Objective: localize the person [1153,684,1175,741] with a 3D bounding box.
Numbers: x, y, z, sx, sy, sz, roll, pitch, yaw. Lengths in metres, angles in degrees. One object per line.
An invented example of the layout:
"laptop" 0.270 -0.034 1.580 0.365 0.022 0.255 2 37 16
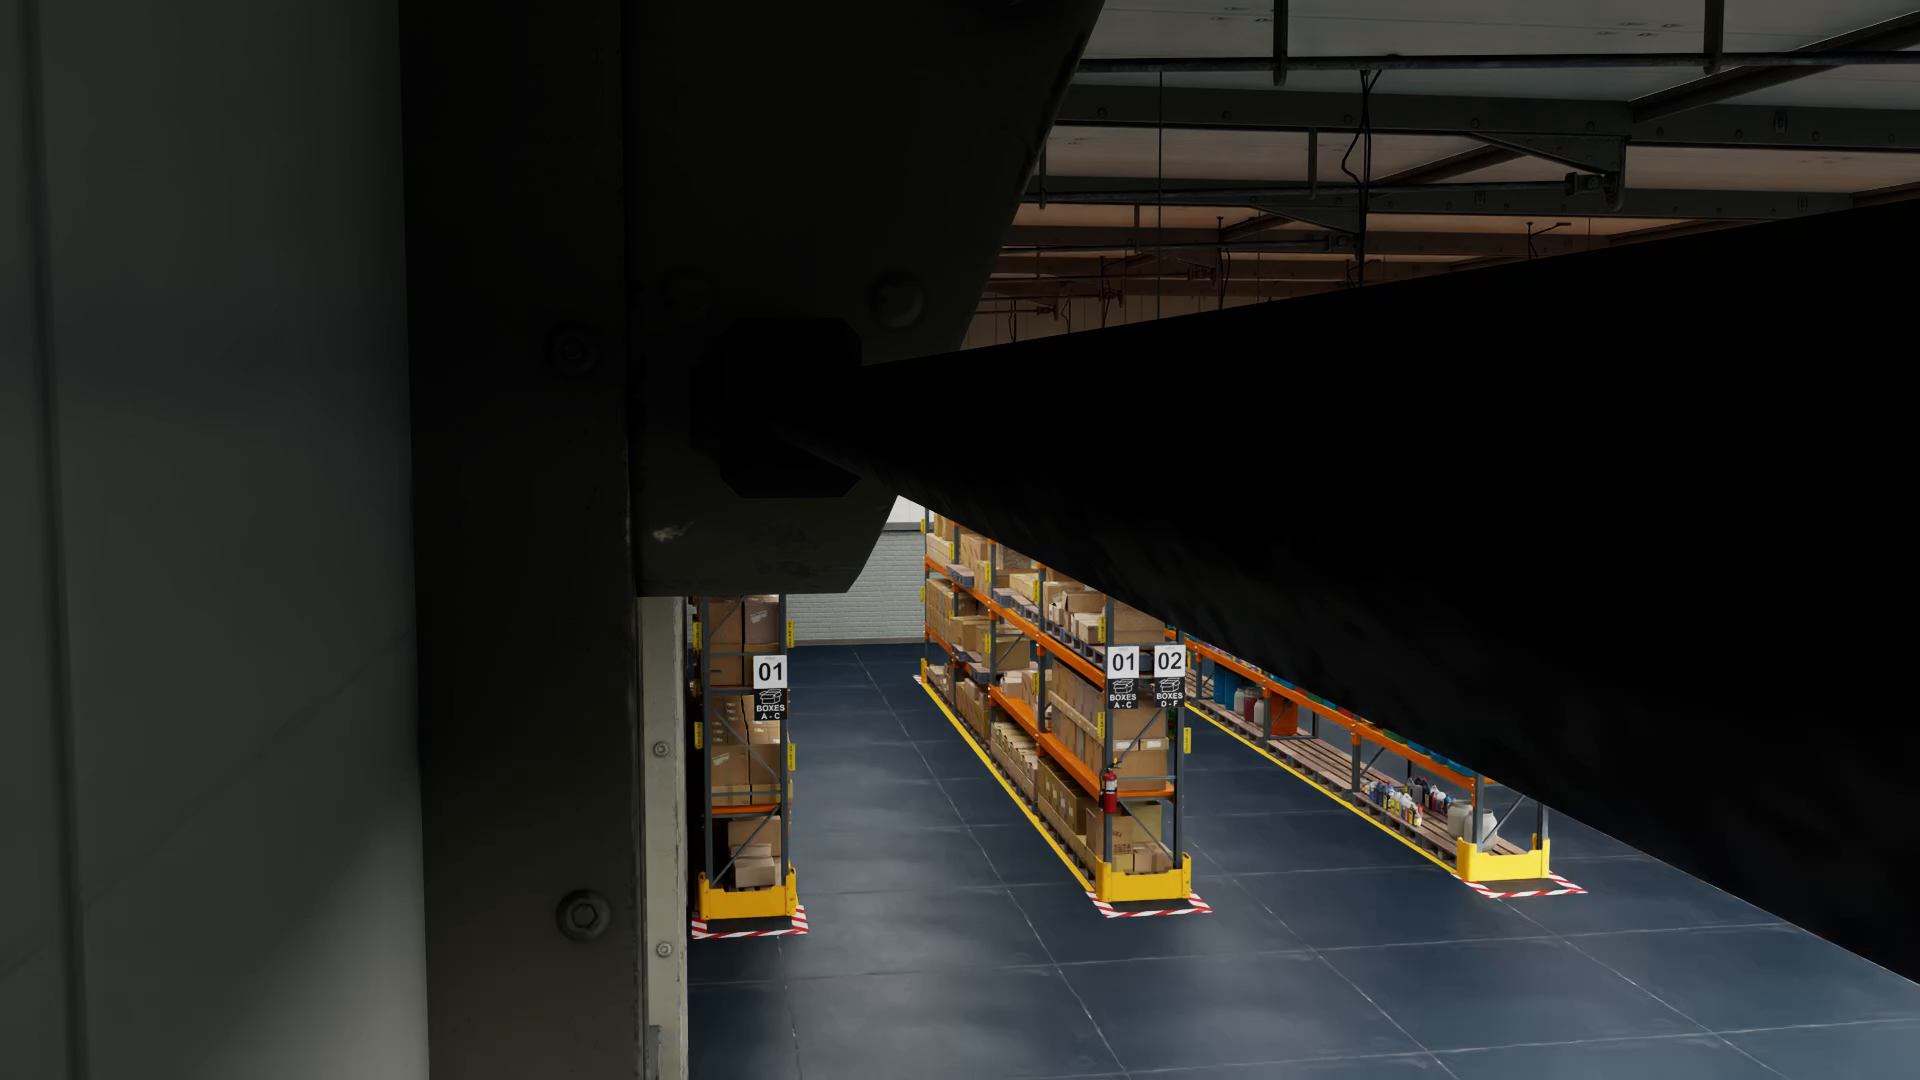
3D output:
"person" 3.822 2.759 30.467 0.586 1.777 0.587 1 5 11
